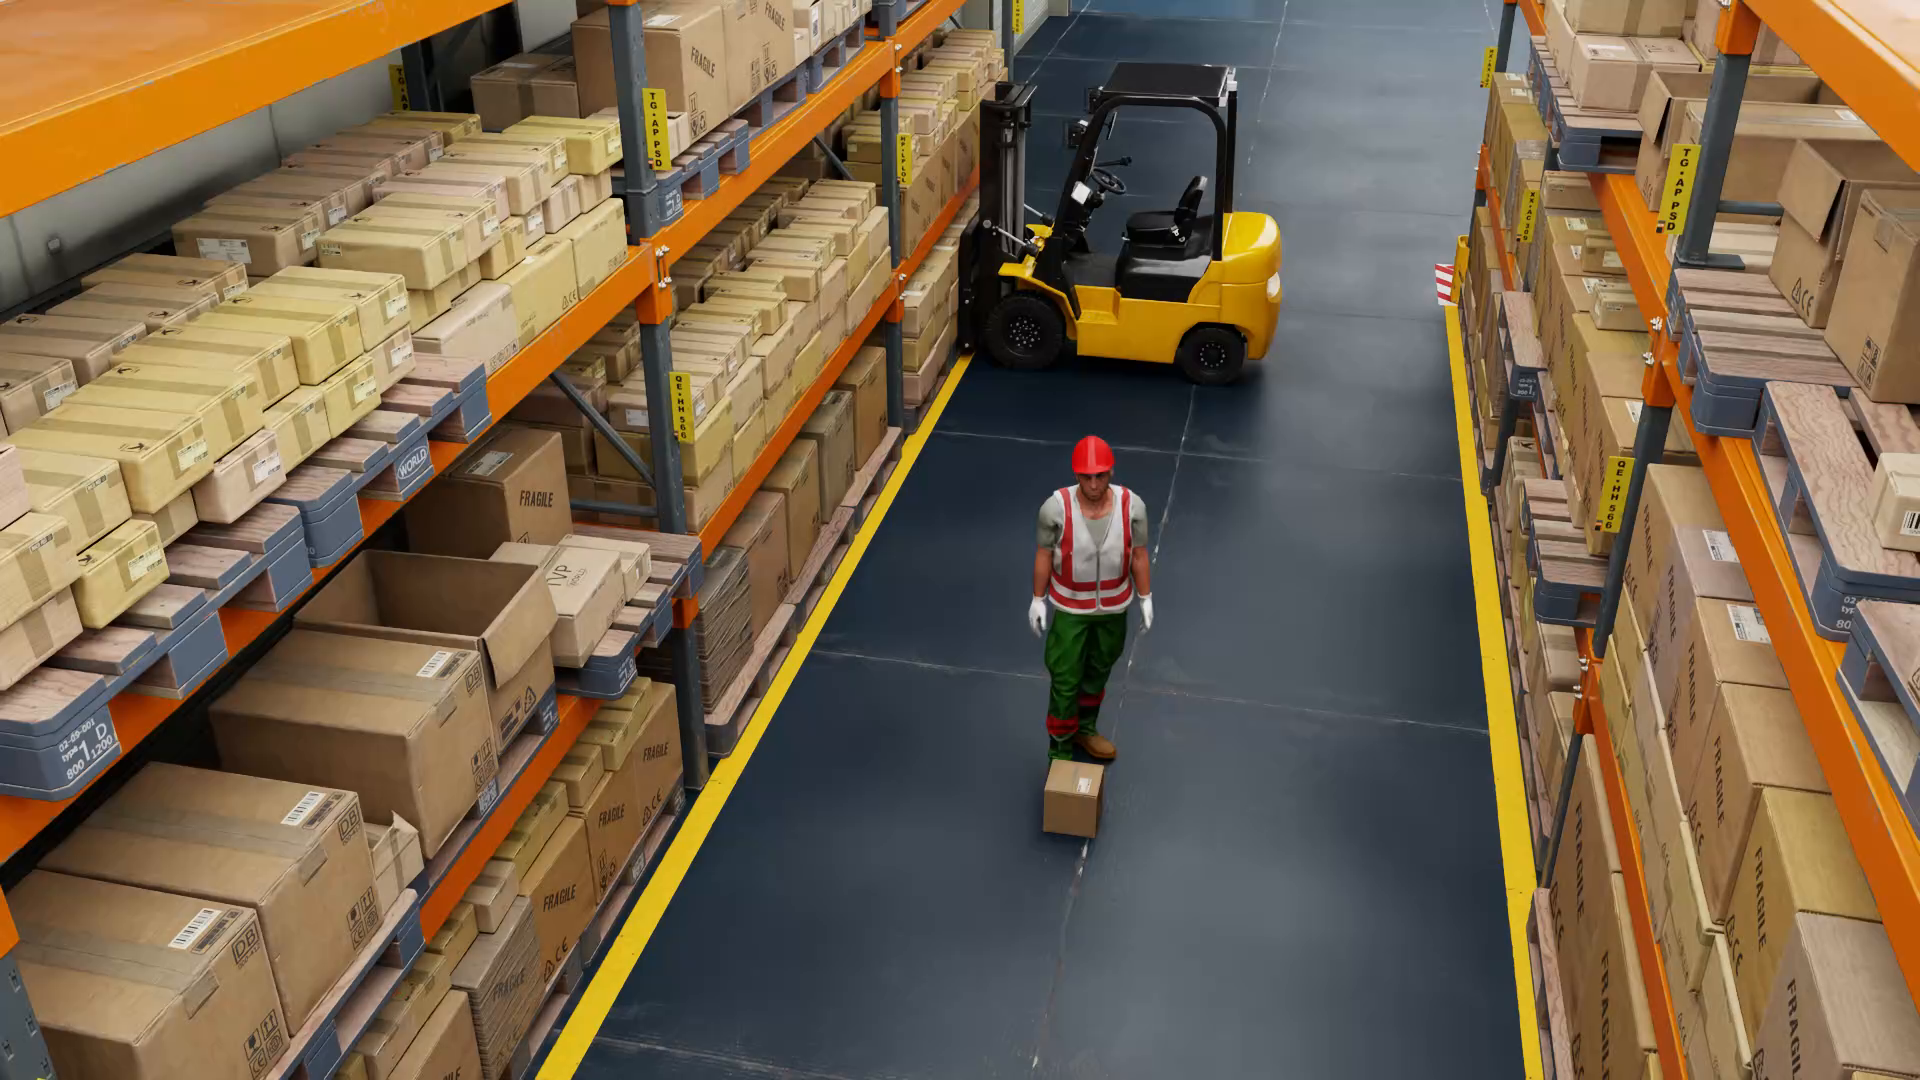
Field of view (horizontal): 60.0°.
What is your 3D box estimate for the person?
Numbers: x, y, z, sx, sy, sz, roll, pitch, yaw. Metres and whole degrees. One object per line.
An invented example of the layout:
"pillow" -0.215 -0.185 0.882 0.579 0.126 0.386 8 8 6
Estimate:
"person" 0.658 0.357 7.917 0.590 1.779 0.608 -6 29 -10
